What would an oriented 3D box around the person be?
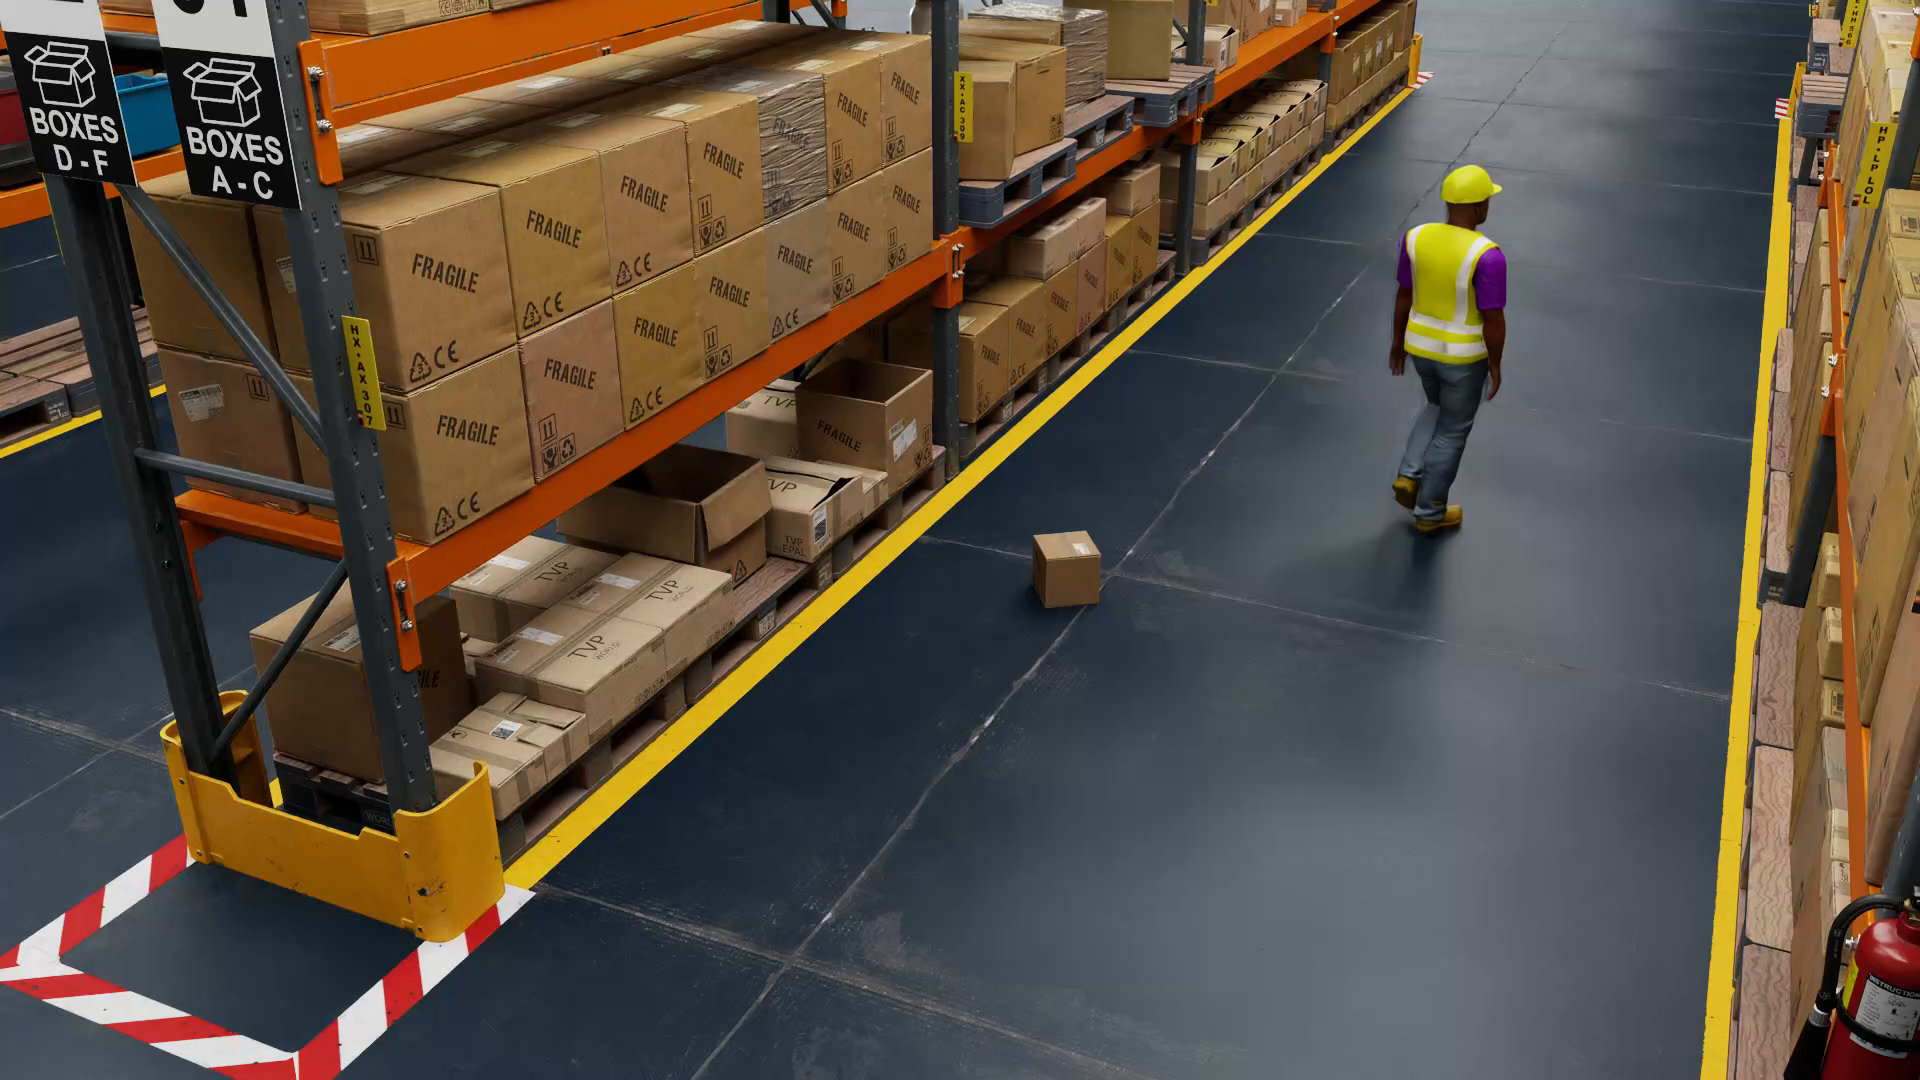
[{"bbox_3d":[2.340,-0.896,7.868,0.454,1.765,0.592,-17,31,-32],"label":"person"}]
